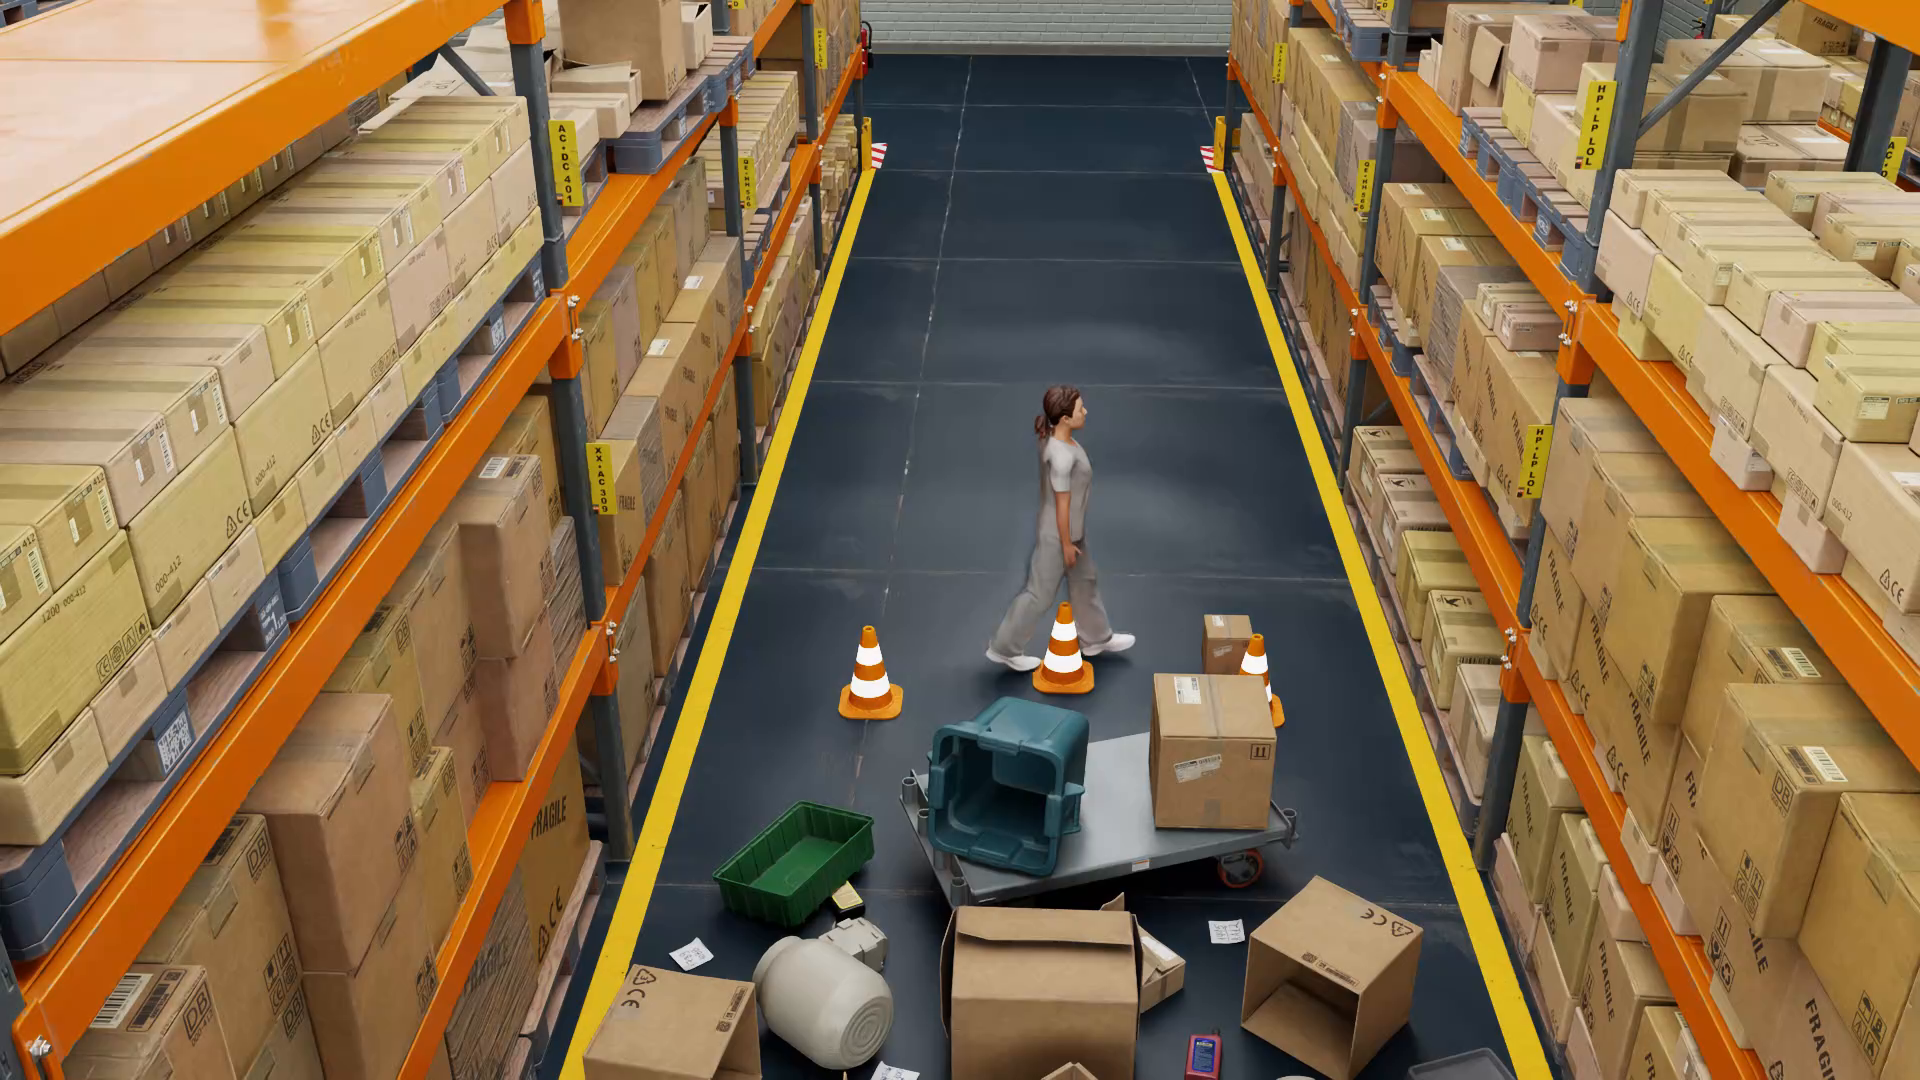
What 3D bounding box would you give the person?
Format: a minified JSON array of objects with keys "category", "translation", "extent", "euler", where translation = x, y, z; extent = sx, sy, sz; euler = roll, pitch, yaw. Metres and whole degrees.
[{"category":"person","translation":[0.566,-0.059,8.969],"extent":[0.848,1.651,0.454],"euler":[-1,28,-1]}]
